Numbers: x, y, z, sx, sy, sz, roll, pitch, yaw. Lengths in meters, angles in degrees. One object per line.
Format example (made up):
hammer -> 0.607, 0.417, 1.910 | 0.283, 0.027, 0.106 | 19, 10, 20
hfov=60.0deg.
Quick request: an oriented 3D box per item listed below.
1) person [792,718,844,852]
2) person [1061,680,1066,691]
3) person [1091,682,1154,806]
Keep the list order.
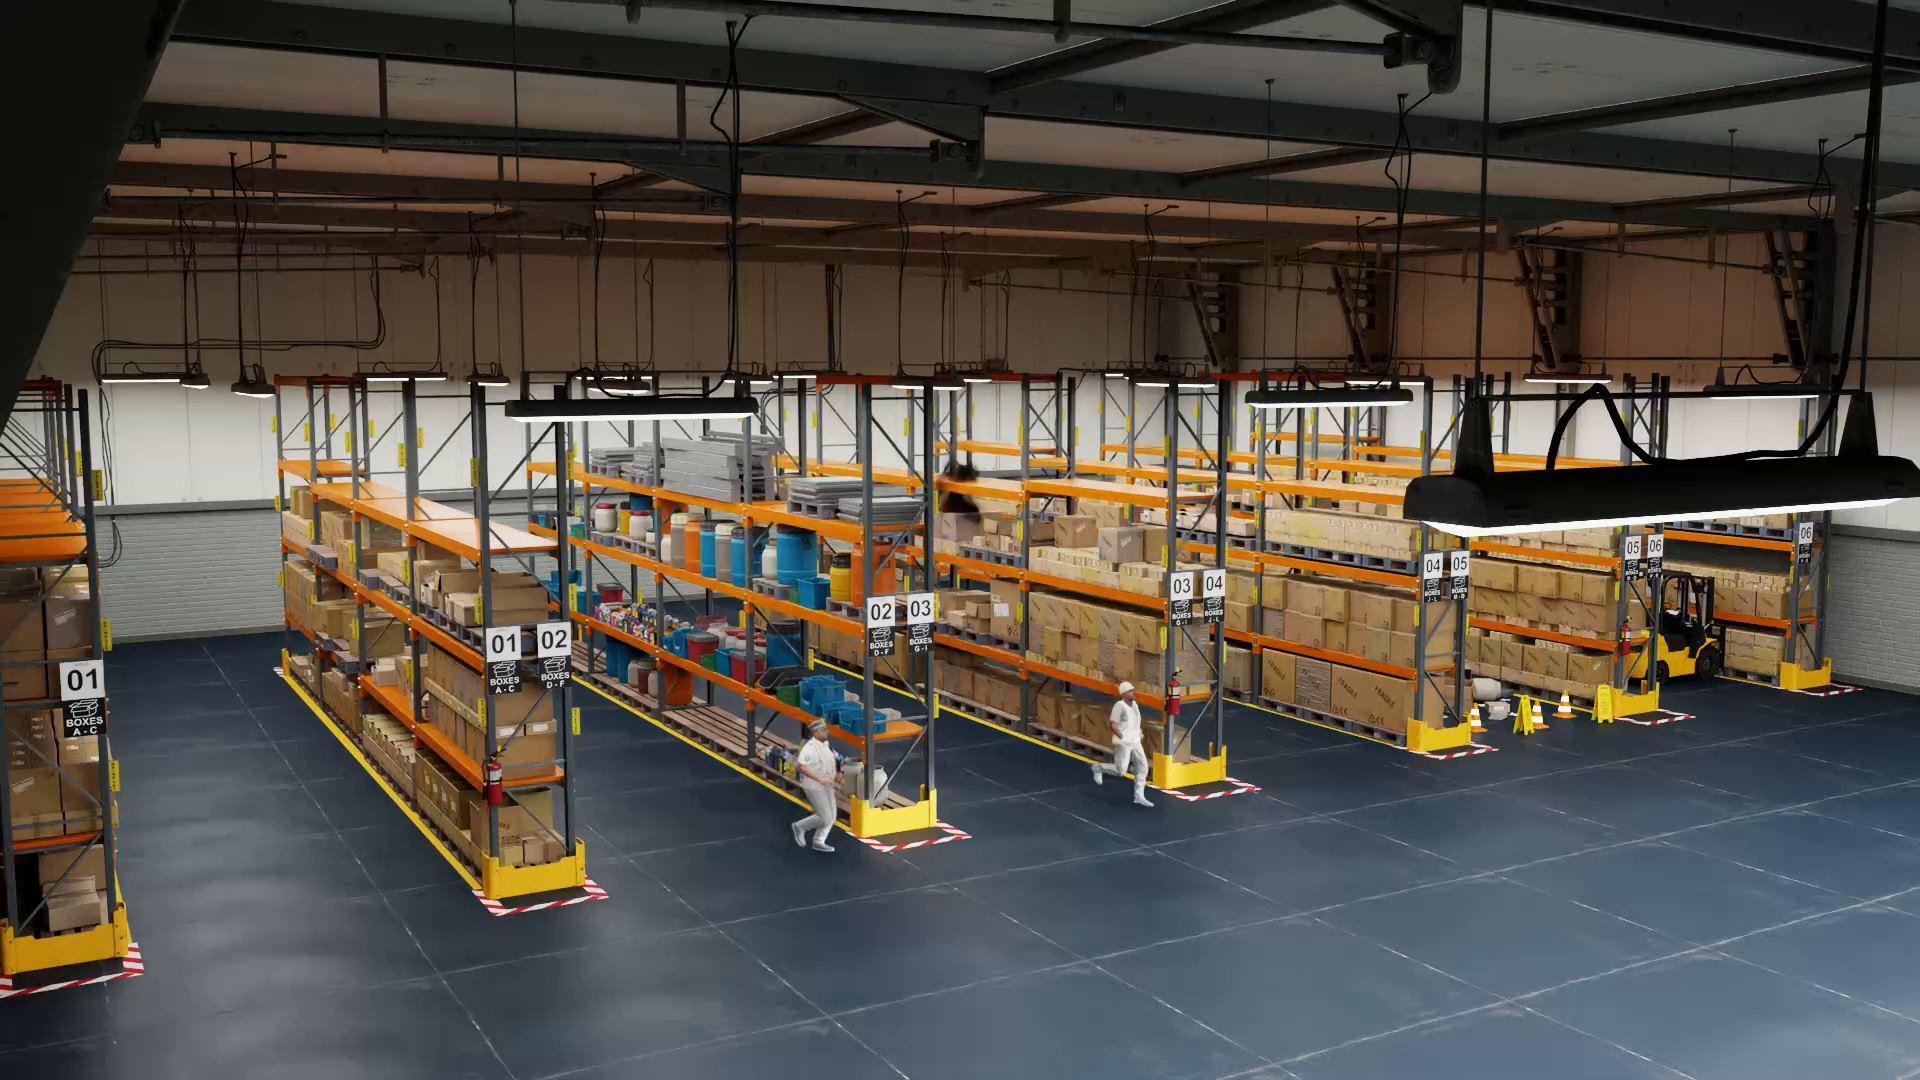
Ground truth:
person -> -1.836, 3.133, 21.347 | 0.595, 1.737, 0.648 | 2, 7, 21
person -> 2.027, 2.137, 31.105 | 0.609, 1.652, 0.624 | -3, 7, -27
person -> 2.342, 2.893, 23.749 | 0.968, 1.757, 0.670 | 5, 8, 39
